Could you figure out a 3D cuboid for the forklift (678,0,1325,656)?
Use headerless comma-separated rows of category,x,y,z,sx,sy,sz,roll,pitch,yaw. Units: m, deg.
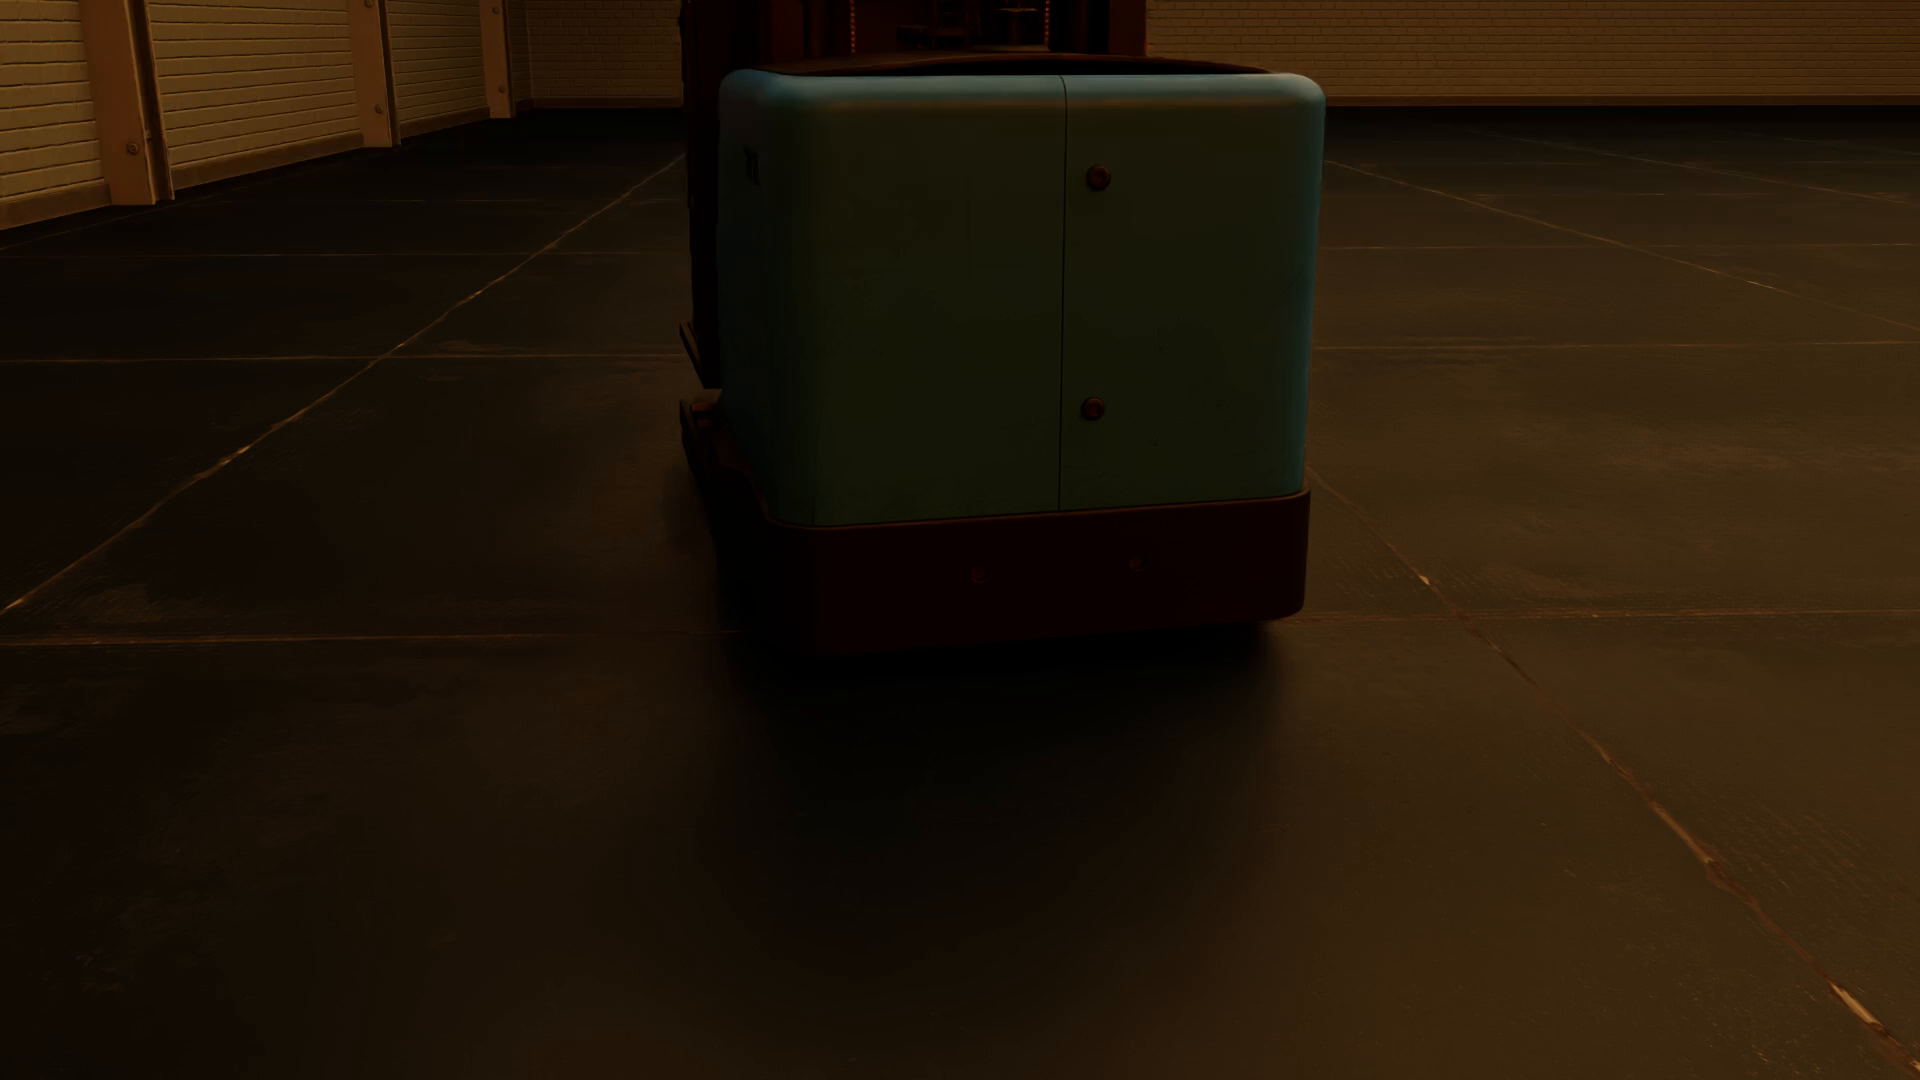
forklift,-0.163,-1.583,4.083,1.130,2.935,3.031,-4,17,-13

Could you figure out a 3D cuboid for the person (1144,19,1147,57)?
person,0.447,-1.887,7.017,0.655,1.784,0.572,-4,18,-14
